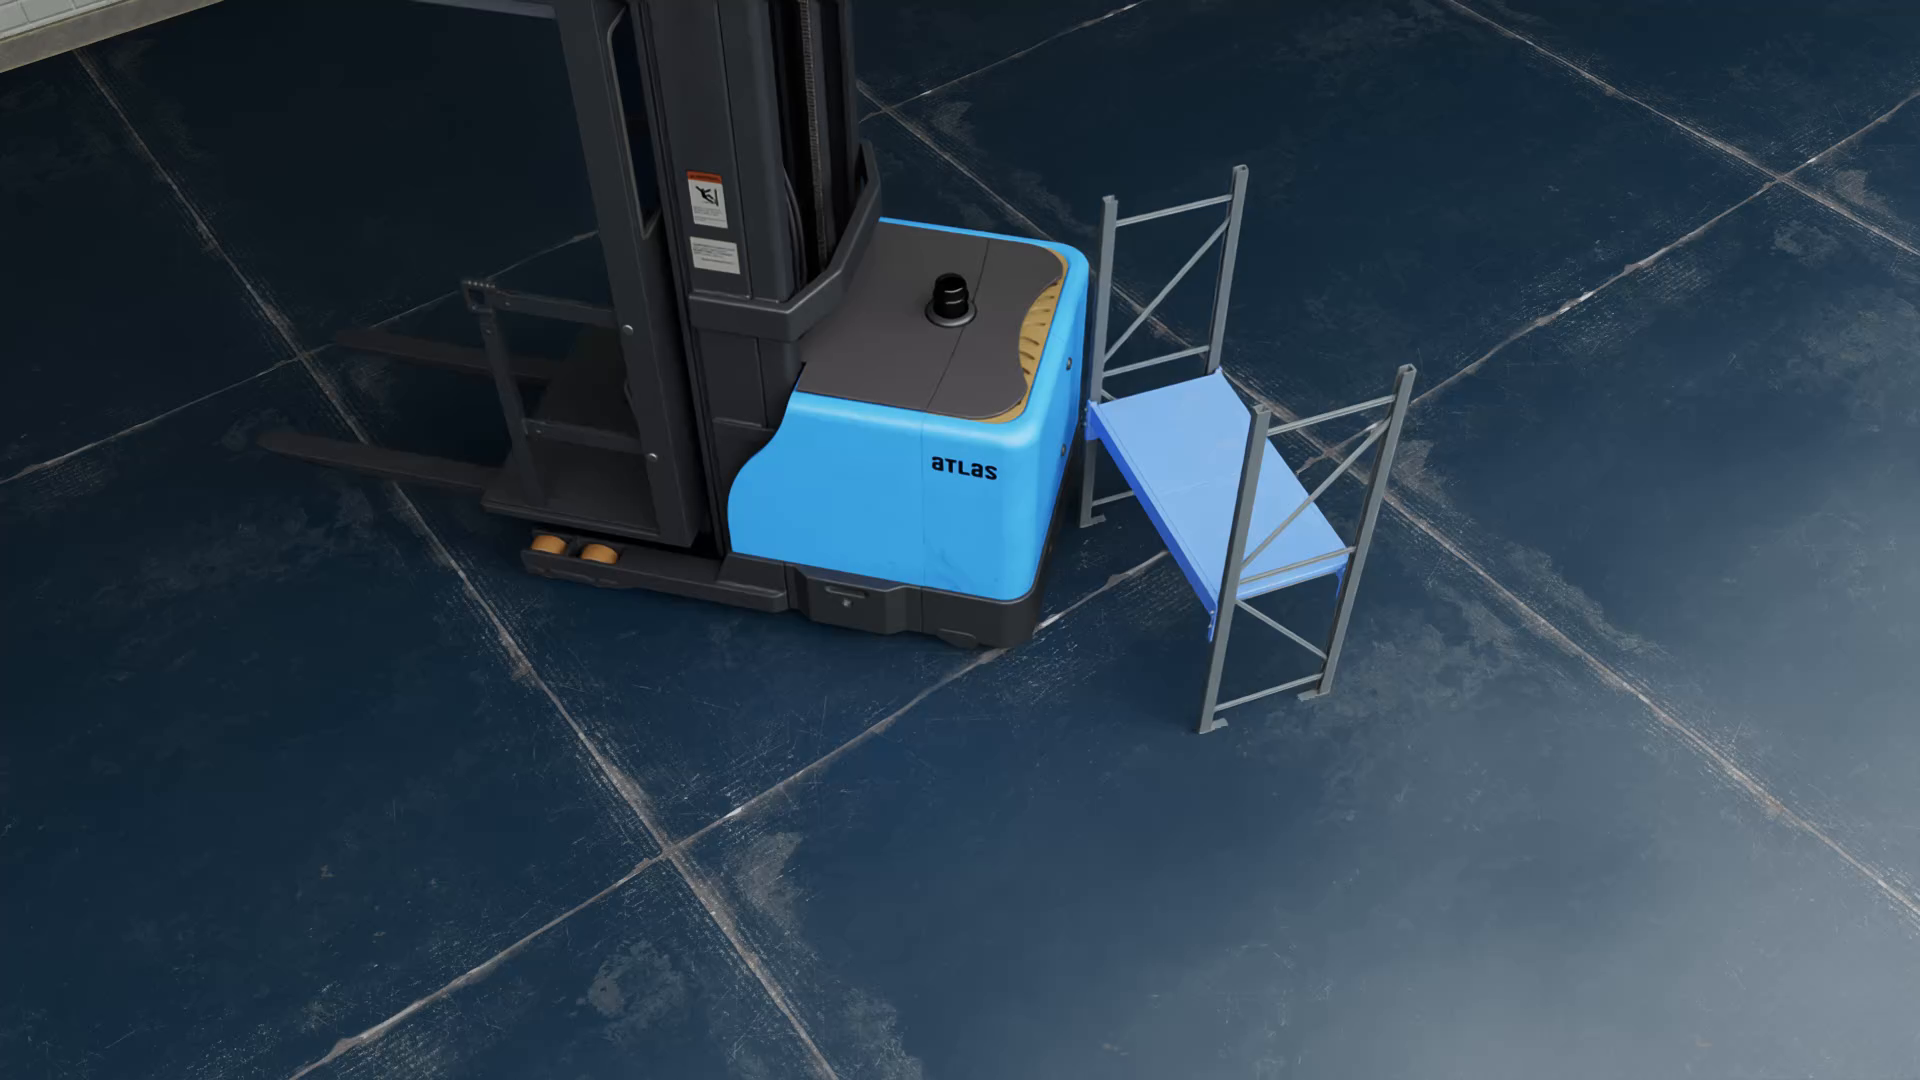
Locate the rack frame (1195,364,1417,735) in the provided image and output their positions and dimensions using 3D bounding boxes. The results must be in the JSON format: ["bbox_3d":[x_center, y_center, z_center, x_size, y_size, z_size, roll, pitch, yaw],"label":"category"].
[{"bbox_3d":[1.041,0.083,5.162,0.500,1.500,0.032,-16,50,-14],"label":"rack frame"}]

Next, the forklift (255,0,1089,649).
[{"bbox_3d":[-1.116,-1.181,5.342,3.031,2.935,1.130,10,49,9],"label":"forklift"}]

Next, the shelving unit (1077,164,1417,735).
[{"bbox_3d":[0.861,-0.269,5.482,0.538,1.500,1.048,-16,50,-14],"label":"shelving unit"}]

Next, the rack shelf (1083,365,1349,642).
[{"bbox_3d":[0.861,-0.148,5.615,0.538,0.185,1.000,-16,50,-14],"label":"rack shelf"}]

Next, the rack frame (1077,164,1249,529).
[{"bbox_3d":[0.682,-0.621,5.801,0.500,1.500,0.032,-16,50,-14],"label":"rack frame"}]
